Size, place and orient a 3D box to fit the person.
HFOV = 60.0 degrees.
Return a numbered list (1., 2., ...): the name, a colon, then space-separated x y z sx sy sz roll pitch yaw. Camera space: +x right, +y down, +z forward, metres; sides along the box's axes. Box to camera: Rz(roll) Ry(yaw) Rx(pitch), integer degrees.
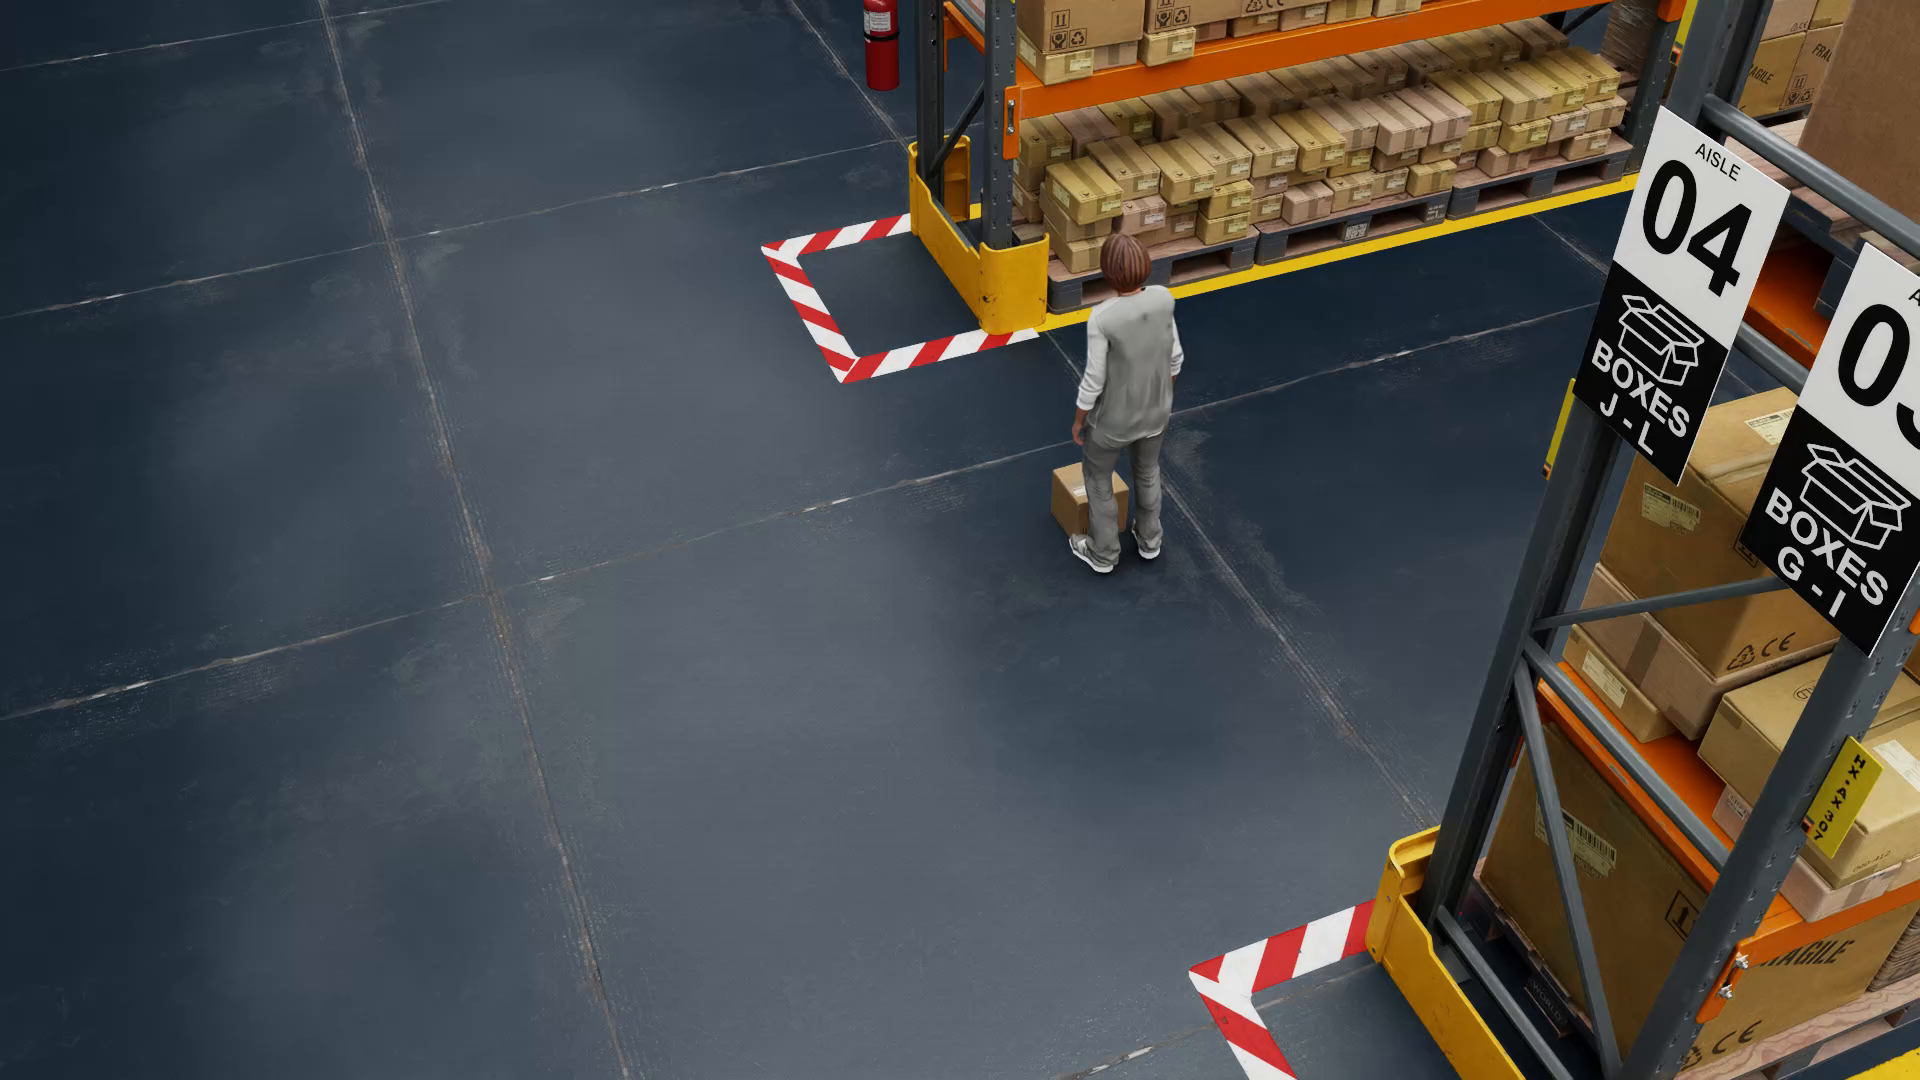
1. person: 0.672 -0.502 6.753 0.483 1.547 0.348 -18 45 -19
